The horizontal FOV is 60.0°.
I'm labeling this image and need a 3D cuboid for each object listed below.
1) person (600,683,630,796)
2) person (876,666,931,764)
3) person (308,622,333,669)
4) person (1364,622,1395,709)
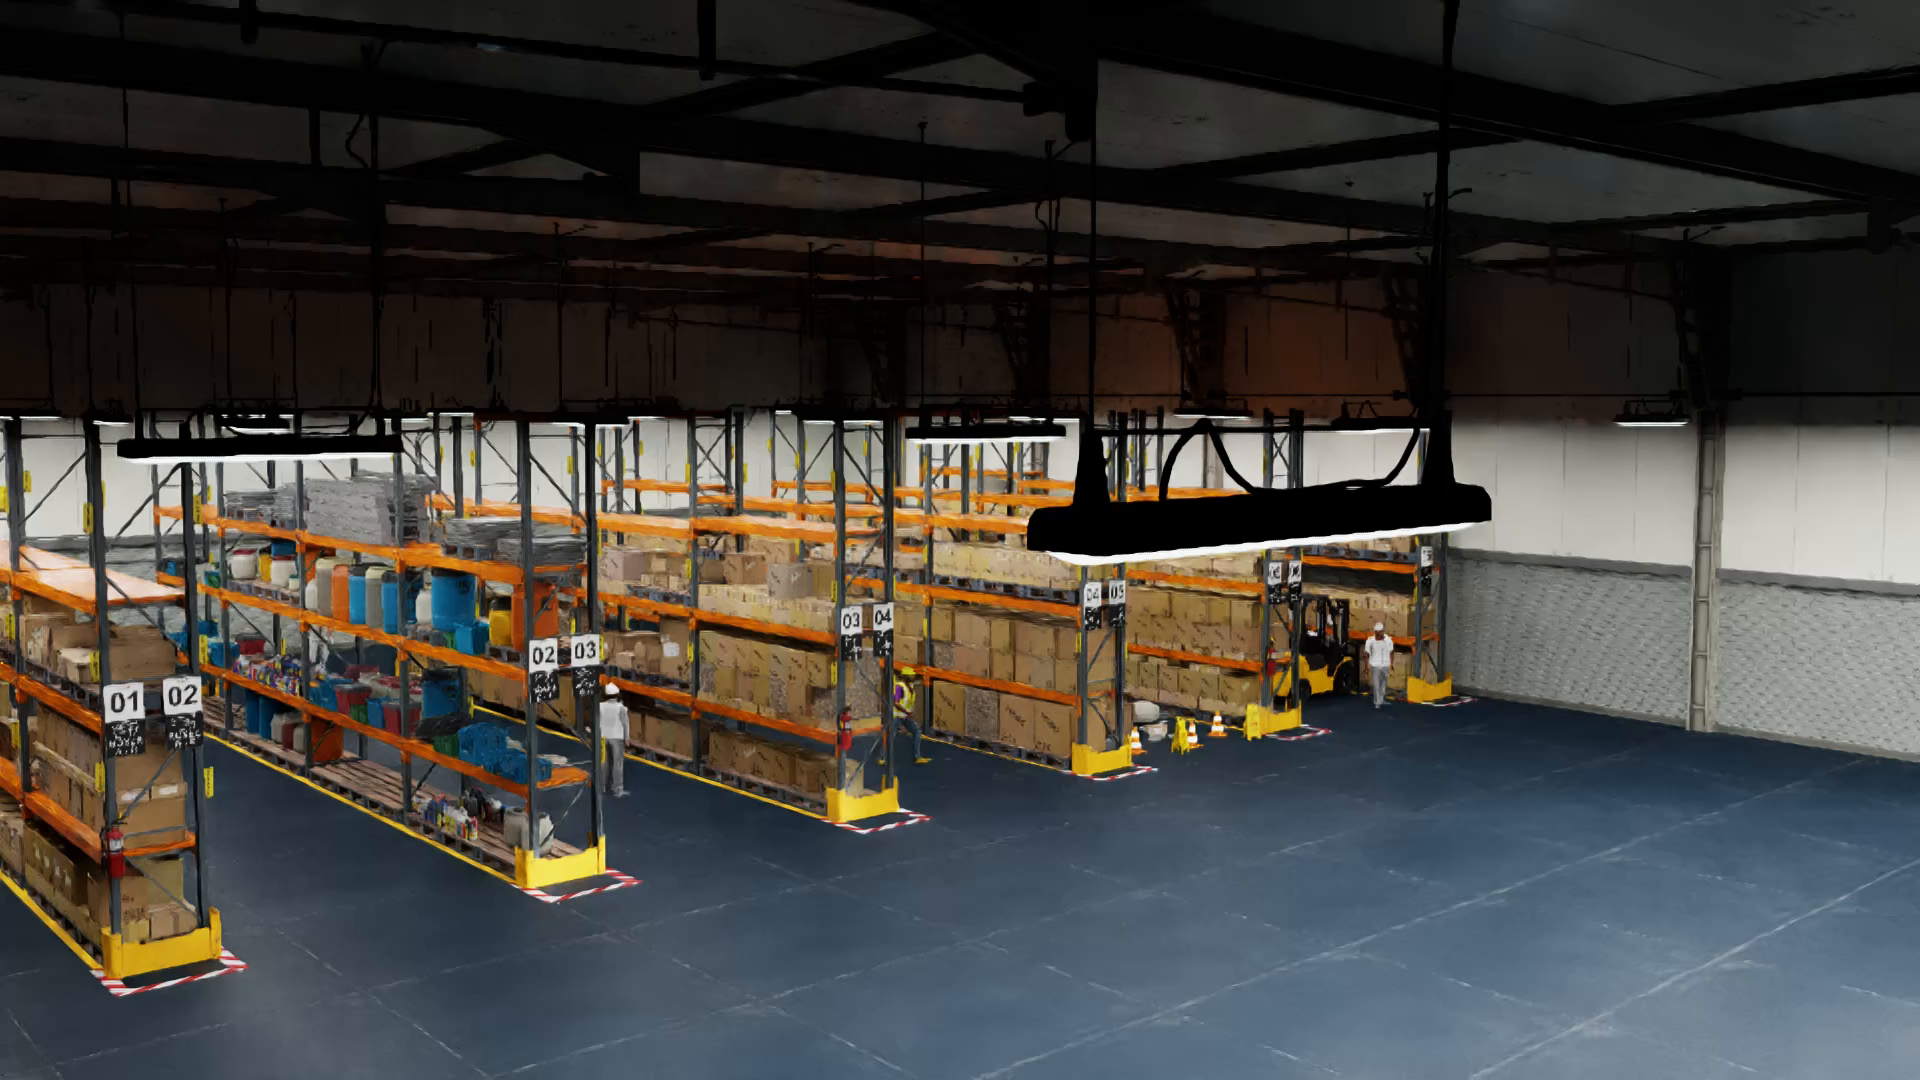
[{"bbox_3d":[-5.455,3.127,26.248,0.584,1.776,0.450,2,5,19],"label":"person"},{"bbox_3d":[-1.010,2.986,28.383,0.840,1.705,0.694,3,6,32],"label":"person"},{"bbox_3d":[-14.210,2.241,36.796,0.677,1.742,0.552,-5,7,-42],"label":"person"},{"bbox_3d":[8.461,2.518,33.565,0.599,1.752,0.574,0,5,-5],"label":"person"}]
